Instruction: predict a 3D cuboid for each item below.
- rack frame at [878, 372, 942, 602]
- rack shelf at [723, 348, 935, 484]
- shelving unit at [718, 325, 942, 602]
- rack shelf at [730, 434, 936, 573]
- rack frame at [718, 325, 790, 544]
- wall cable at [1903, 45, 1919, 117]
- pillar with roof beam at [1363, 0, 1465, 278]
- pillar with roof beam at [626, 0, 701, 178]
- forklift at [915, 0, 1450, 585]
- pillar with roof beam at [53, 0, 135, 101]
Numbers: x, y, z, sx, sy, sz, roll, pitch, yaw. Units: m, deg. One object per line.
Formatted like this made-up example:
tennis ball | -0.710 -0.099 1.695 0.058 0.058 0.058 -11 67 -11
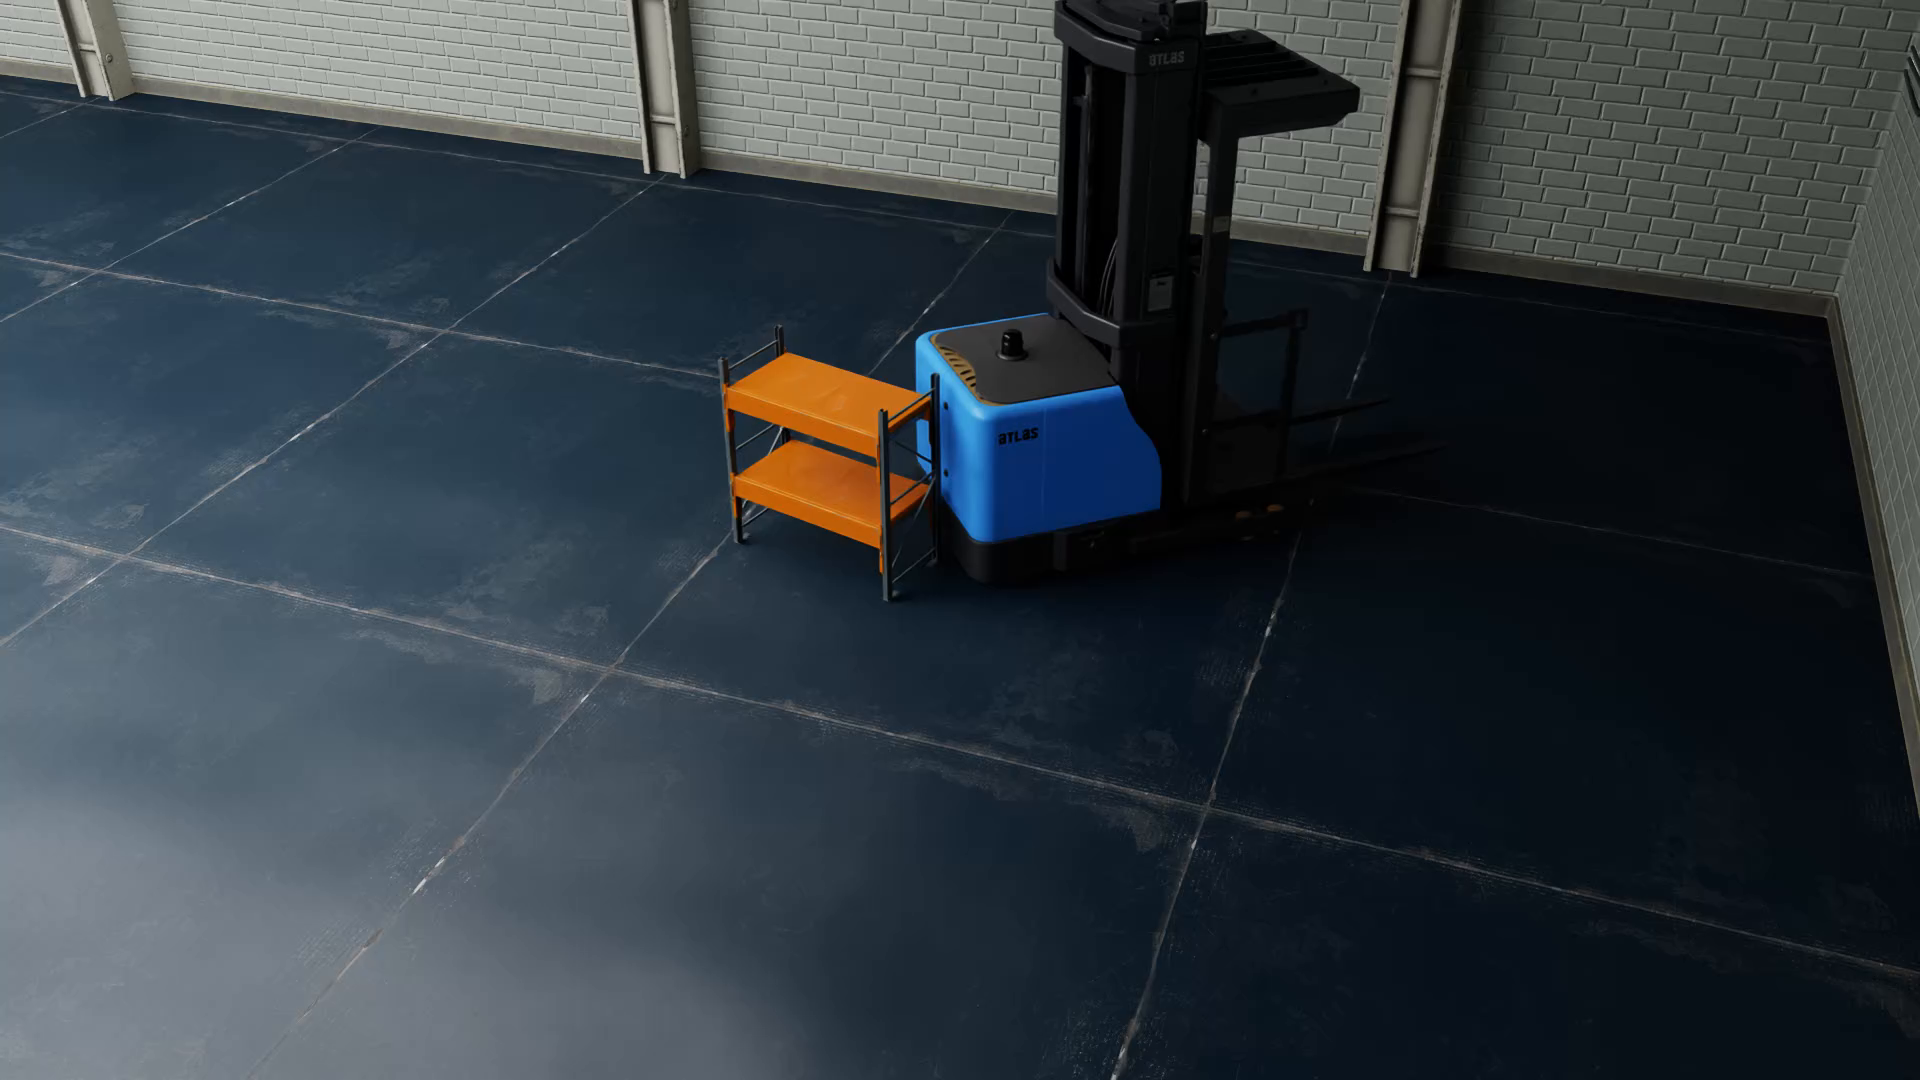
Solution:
rack frame | -0.251 -0.263 8.589 0.032 1.125 0.500 20 38 28
rack shelf | -0.676 -0.661 8.666 1.000 0.278 0.538 20 38 28
shelving unit | -0.676 -0.415 8.824 1.048 1.125 0.538 20 38 28
rack shelf | -0.676 -0.210 8.957 1.000 0.278 0.538 20 38 28
rack frame | -1.100 -0.567 9.060 0.032 1.125 0.500 20 38 28
wall cable | 5.551 -3.299 8.895 0.112 2.526 3.097 11 34 16
pillar with roof beam | 1.771 -3.620 6.529 0.400 9.000 9.100 11 34 16
pillar with roof beam | -3.877 -4.718 8.229 0.400 9.000 9.100 11 34 16
forklift | 1.318 -1.484 8.814 3.031 2.935 1.130 -11 35 -17
pillar with roof beam | -9.525 -5.816 9.930 0.400 9.000 9.100 11 34 16
